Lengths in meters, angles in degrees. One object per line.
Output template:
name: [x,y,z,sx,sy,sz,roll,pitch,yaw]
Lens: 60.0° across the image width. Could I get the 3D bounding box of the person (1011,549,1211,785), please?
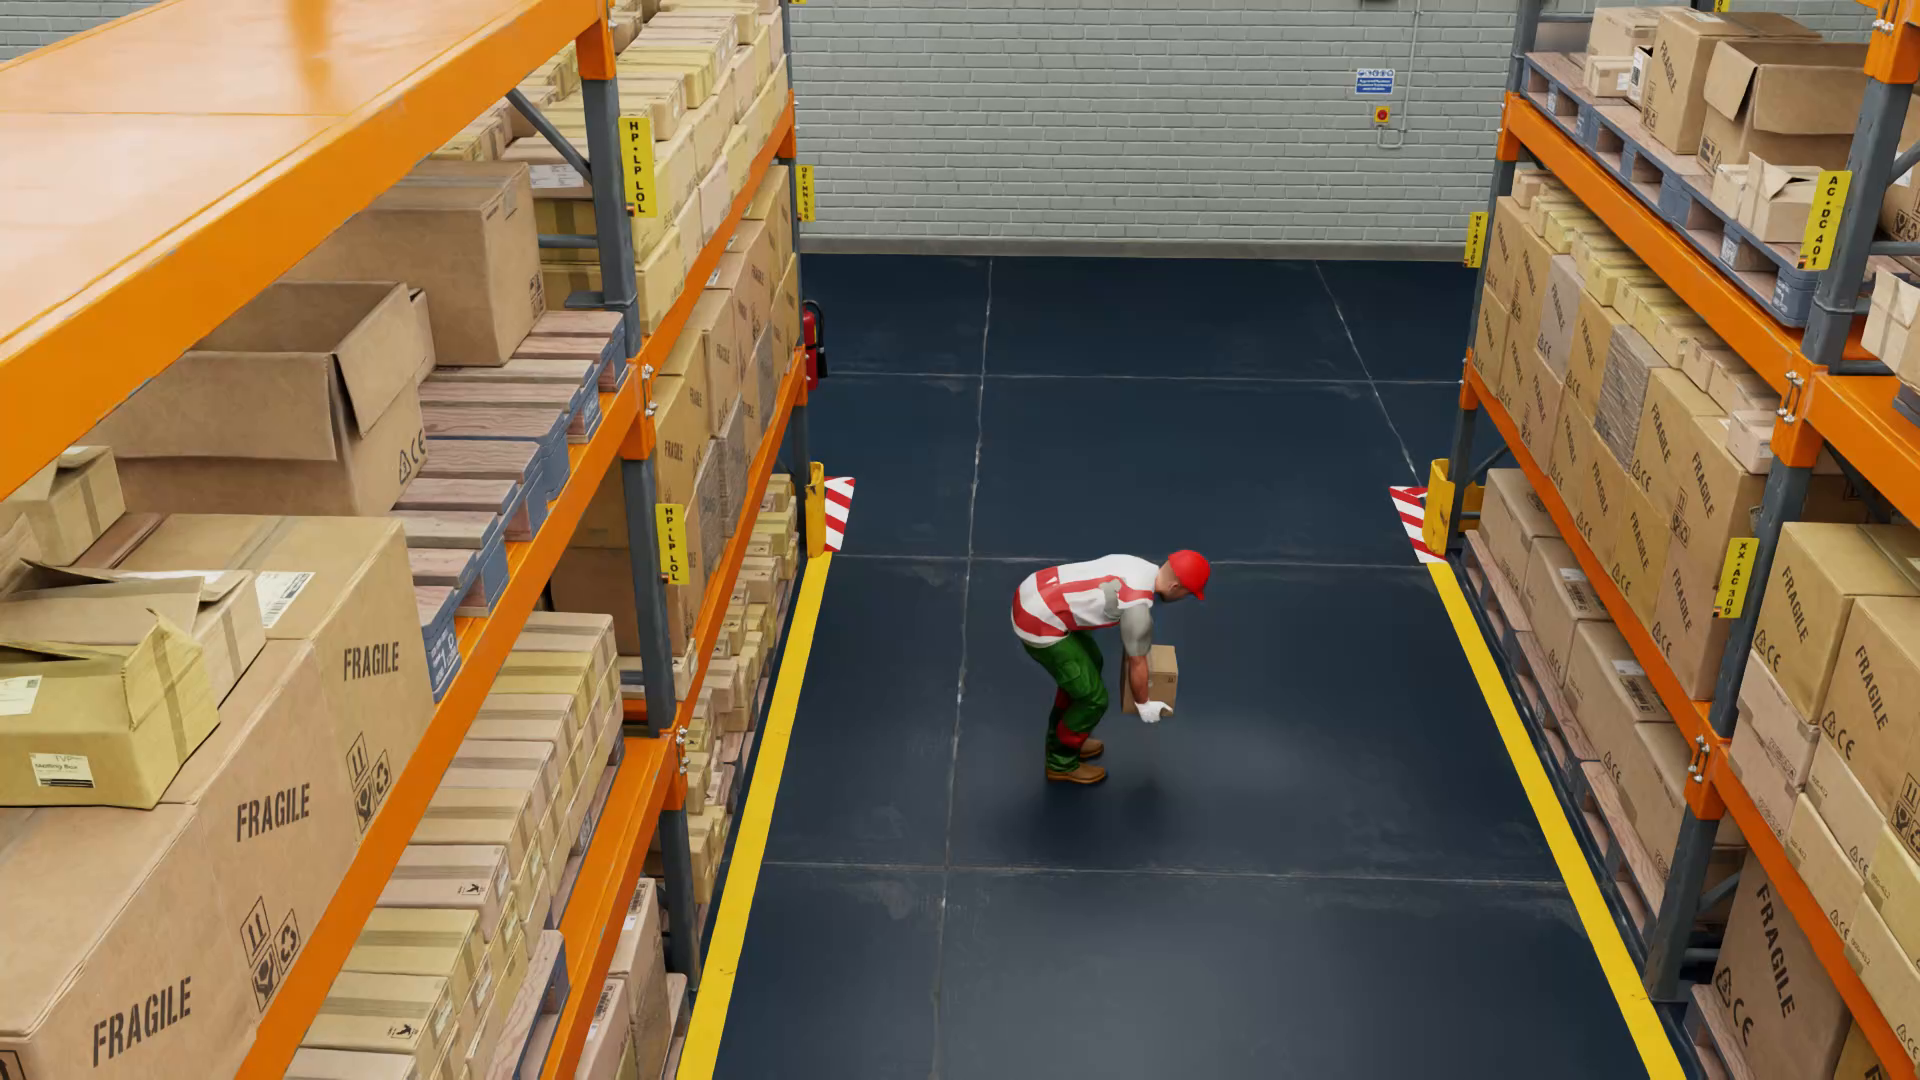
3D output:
person: [0.714,0.595,8.084,0.938,1.207,0.500,0,28,0]
